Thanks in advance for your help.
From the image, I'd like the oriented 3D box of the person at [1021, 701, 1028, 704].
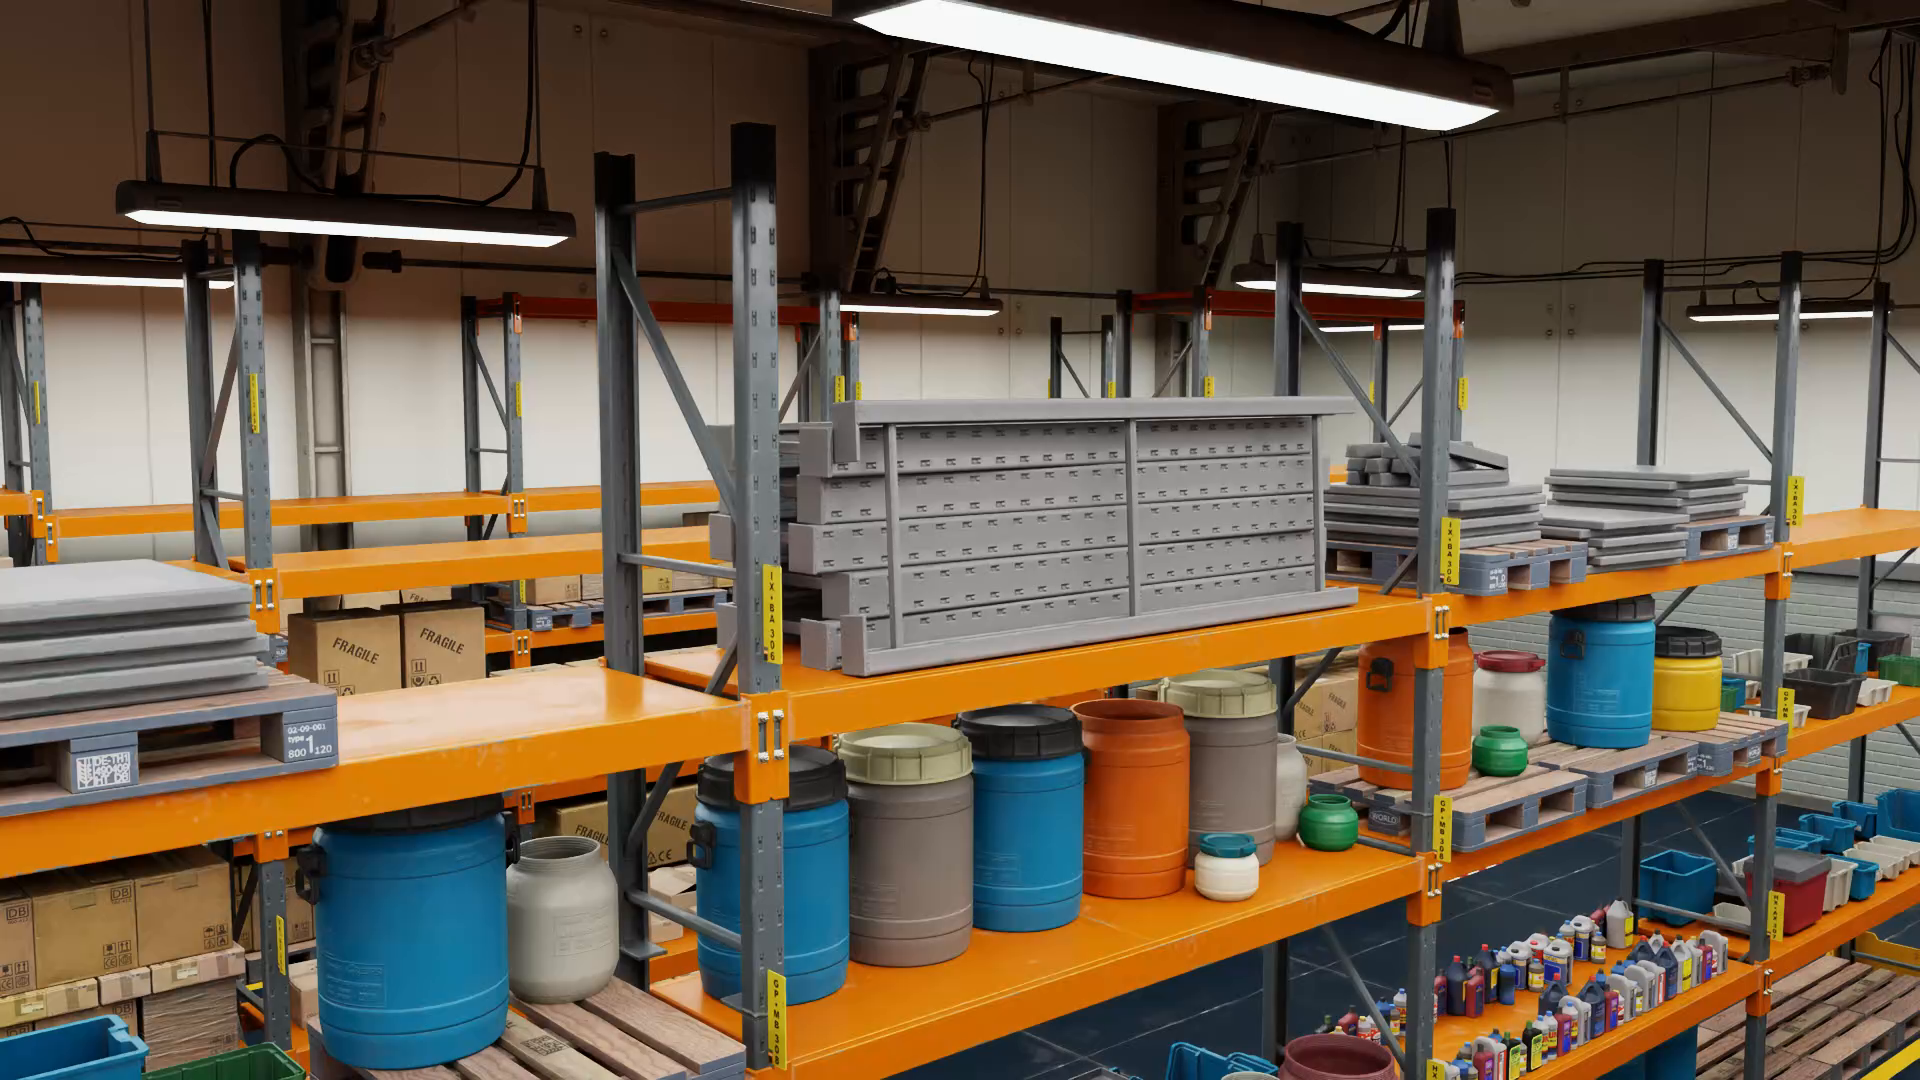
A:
[{"bbox_3d":[0.723,2.554,18.452,0.670,1.728,0.730,-3,6,-32],"label":"person"}]
